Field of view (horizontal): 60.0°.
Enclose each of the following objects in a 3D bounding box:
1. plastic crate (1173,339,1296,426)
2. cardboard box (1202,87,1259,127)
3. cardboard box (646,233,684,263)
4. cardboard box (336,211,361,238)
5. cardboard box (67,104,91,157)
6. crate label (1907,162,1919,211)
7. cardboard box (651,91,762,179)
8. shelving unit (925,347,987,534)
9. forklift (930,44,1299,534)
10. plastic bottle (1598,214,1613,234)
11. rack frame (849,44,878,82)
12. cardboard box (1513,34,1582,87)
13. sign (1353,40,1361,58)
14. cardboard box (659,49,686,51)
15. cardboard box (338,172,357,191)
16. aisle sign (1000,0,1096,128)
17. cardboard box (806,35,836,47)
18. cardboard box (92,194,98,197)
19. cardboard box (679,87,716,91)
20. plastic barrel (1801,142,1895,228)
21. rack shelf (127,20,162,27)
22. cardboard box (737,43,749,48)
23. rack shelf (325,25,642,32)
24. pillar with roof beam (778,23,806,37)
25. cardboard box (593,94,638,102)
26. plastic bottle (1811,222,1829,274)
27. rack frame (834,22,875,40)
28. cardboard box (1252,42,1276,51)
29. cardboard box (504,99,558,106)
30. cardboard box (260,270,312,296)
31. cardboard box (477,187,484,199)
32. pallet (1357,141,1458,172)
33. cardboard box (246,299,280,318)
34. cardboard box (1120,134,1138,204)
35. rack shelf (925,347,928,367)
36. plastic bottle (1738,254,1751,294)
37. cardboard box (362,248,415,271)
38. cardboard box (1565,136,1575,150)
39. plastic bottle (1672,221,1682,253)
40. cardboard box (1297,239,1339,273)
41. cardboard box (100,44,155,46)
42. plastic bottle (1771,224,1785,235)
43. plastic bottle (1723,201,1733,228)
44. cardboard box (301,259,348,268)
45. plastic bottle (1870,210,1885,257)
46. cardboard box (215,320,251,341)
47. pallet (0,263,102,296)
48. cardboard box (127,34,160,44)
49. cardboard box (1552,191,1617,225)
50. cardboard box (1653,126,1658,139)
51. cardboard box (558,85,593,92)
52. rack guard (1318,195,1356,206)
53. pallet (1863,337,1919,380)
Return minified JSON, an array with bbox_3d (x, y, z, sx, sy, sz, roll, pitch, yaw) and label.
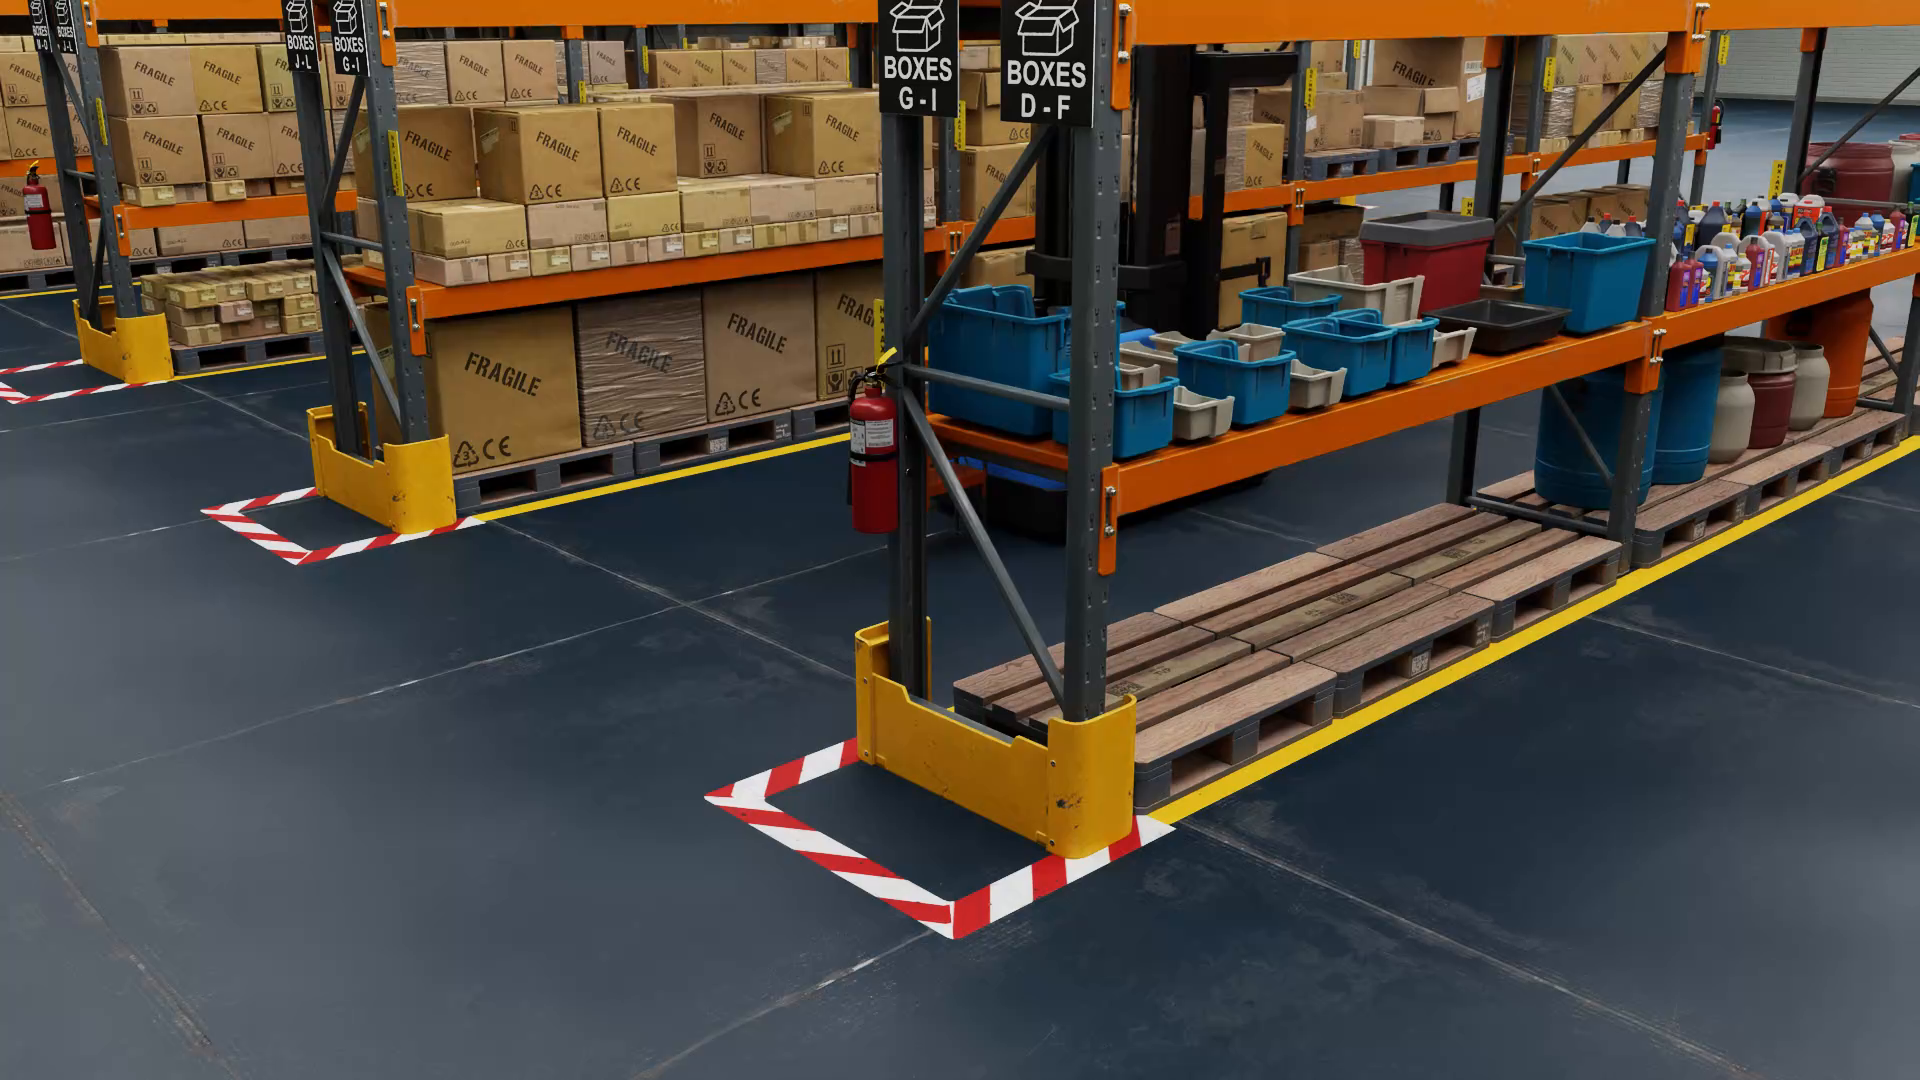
[{"bbox_3d":[0.997,-0.577,6.075,0.300,0.233,0.416,-16,24,-41],"label":"plastic crate"},{"bbox_3d":[1.981,-3.689,13.709,0.637,0.503,0.797,-15,23,-39],"label":"cardboard box"},{"bbox_3d":[-1.873,-1.775,10.002,0.250,0.149,0.380,-17,24,-41],"label":"cardboard box"},{"bbox_3d":[-6.797,-4.027,19.305,0.875,0.875,0.875,-15,23,-39],"label":"cardboard box"},{"bbox_3d":[-8.822,-4.143,16.737,0.500,0.500,0.500,-16,24,-41],"label":"cardboard box"},{"bbox_3d":[6.834,-2.372,11.379,0.616,0.435,0.502,-16,24,-41],"label":"crate label"},{"bbox_3d":[-1.645,-2.636,10.797,0.500,0.500,0.500,17,25,42],"label":"cardboard box"},{"bbox_3d":[-0.120,-0.536,8.691,0.503,1.200,0.258,-16,24,-41],"label":"shelving unit"},{"bbox_3d":[1.220,-1.787,9.744,3.031,2.935,1.130,-17,24,-42],"label":"forklift"},{"bbox_3d":[3.597,-1.641,9.264,0.185,0.351,0.144,-16,24,-41],"label":"plastic bottle"},{"bbox_3d":[-0.811,-4.448,17.840,0.127,3.000,1.000,-16,24,-41],"label":"rack frame"},{"bbox_3d":[5.931,-4.866,16.863,0.500,0.500,0.500,-16,24,-41],"label":"cardboard box"},{"bbox_3d":[5.364,-6.682,22.469,0.005,0.325,0.100,-16,24,-41],"label":"sign"},{"bbox_3d":[-3.778,-6.195,21.904,0.500,0.500,0.500,-17,24,-42],"label":"cardboard box"},{"bbox_3d":[-5.065,-2.971,13.690,0.250,0.149,0.380,-15,23,-39],"label":"cardboard box"},{"bbox_3d":[0.265,-1.665,5.041,0.004,0.787,0.394,-16,24,-41],"label":"aisle sign"},{"bbox_3d":[-1.964,-7.060,23.521,0.250,0.149,0.380,-16,24,-41],"label":"cardboard box"},{"bbox_3d":[-11.068,-4.440,21.566,0.258,0.266,0.396,-15,23,-39],"label":"cardboard box"},{"bbox_3d":[-2.613,-4.369,16.357,0.380,0.149,0.250,17,24,41],"label":"cardboard box"},{"bbox_3d":[6.055,-2.436,11.414,0.708,0.536,0.600,-16,24,-41],"label":"plastic barrel"},{"bbox_3d":[-12.058,-6.461,20.351,4.000,0.370,1.077,-16,24,-41],"label":"rack shelf"},{"bbox_3d":[-3.622,-8.218,27.772,0.250,0.149,0.380,-17,24,-42],"label":"cardboard box"},{"bbox_3d":[-5.739,-6.197,19.537,4.000,0.370,1.077,-16,24,-41],"label":"rack shelf"},{"bbox_3d":[-0.053,-10.286,26.120,0.400,9.000,9.100,-16,24,-41],"label":"pillar with roof beam"},{"bbox_3d":[-3.116,-3.944,15.048,0.250,0.149,0.380,-15,23,-38],"label":"cardboard box"},{"bbox_3d":[4.863,-1.659,9.426,0.133,0.283,0.061,-16,24,-41],"label":"plastic bottle"},{"bbox_3d":[-1.886,-8.343,29.852,0.127,3.000,1.000,-16,24,-41],"label":"rack frame"},{"bbox_3d":[3.573,-6.291,21.532,0.500,0.550,0.875,-16,24,-41],"label":"cardboard box"},{"bbox_3d":[-3.875,-3.624,14.653,0.500,0.500,0.500,-16,24,-41],"label":"cardboard box"},{"bbox_3d":[-5.498,-2.096,13.561,0.380,0.149,0.250,16,24,41],"label":"cardboard box"},{"bbox_3d":[-2.751,-1.960,9.926,0.500,0.250,0.500,-17,24,-42],"label":"cardboard box"},{"bbox_3d":[3.933,-3.652,15.697,1.213,0.211,1.003,-16,24,-41],"label":"pallet"},{"bbox_3d":[-5.712,-1.909,13.467,0.250,0.149,0.380,-16,24,-40],"label":"cardboard box"},{"bbox_3d":[1.223,-2.880,12.841,0.500,0.500,0.500,-16,24,-40],"label":"cardboard box"},{"bbox_3d":[-0.120,-0.909,8.570,0.480,0.148,0.258,-16,24,-41],"label":"rack shelf"},{"bbox_3d":[4.128,-1.413,8.801,0.097,0.201,0.097,0,18,0],"label":"plastic bottle"},{"bbox_3d":[-3.257,-1.650,9.616,0.250,0.149,0.380,-16,24,-40],"label":"cardboard box"},{"bbox_3d":[6.145,-4.131,17.268,0.250,0.149,0.380,-16,24,-41],"label":"cardboard box"},{"bbox_3d":[4.081,-1.690,9.543,0.097,0.271,0.097,0,18,0],"label":"plastic bottle"},{"bbox_3d":[2.996,-2.482,15.115,0.700,0.500,0.500,16,24,41],"label":"cardboard box"},{"bbox_3d":[-6.463,-3.570,12.867,0.500,0.500,0.500,-17,24,-42],"label":"cardboard box"},{"bbox_3d":[4.604,-1.646,9.408,0.097,0.271,0.097,0,18,0],"label":"plastic bottle"},{"bbox_3d":[4.757,-1.965,10.372,0.133,0.283,0.061,-16,24,-41],"label":"plastic bottle"},{"bbox_3d":[-5.434,-2.313,14.233,0.380,0.149,0.250,17,25,42],"label":"cardboard box"},{"bbox_3d":[5.520,-1.852,10.042,0.097,0.271,0.097,0,18,0],"label":"plastic bottle"},{"bbox_3d":[-5.890,-1.710,13.336,0.250,0.149,0.380,-16,24,-41],"label":"cardboard box"},{"bbox_3d":[-9.571,-2.701,16.974,1.213,0.211,1.003,-16,24,-41],"label":"pallet"},{"bbox_3d":[-8.338,-5.071,16.928,0.250,0.149,0.380,-16,24,-41],"label":"cardboard box"},{"bbox_3d":[6.992,-3.630,18.688,0.500,0.500,0.500,-14,22,-36],"label":"cardboard box"},{"bbox_3d":[7.750,-4.617,18.769,0.250,0.149,0.380,-16,24,-41],"label":"cardboard box"},{"bbox_3d":[-4.833,-5.433,20.312,0.500,0.250,0.500,-17,25,-42],"label":"cardboard box"},{"bbox_3d":[5.019,-4.959,23.470,0.348,0.500,1.175,-16,24,-41],"label":"rack guard"},{"bbox_3d":[7.402,-1.291,12.625,1.213,0.211,1.003,-16,24,-41],"label":"pallet"}]
